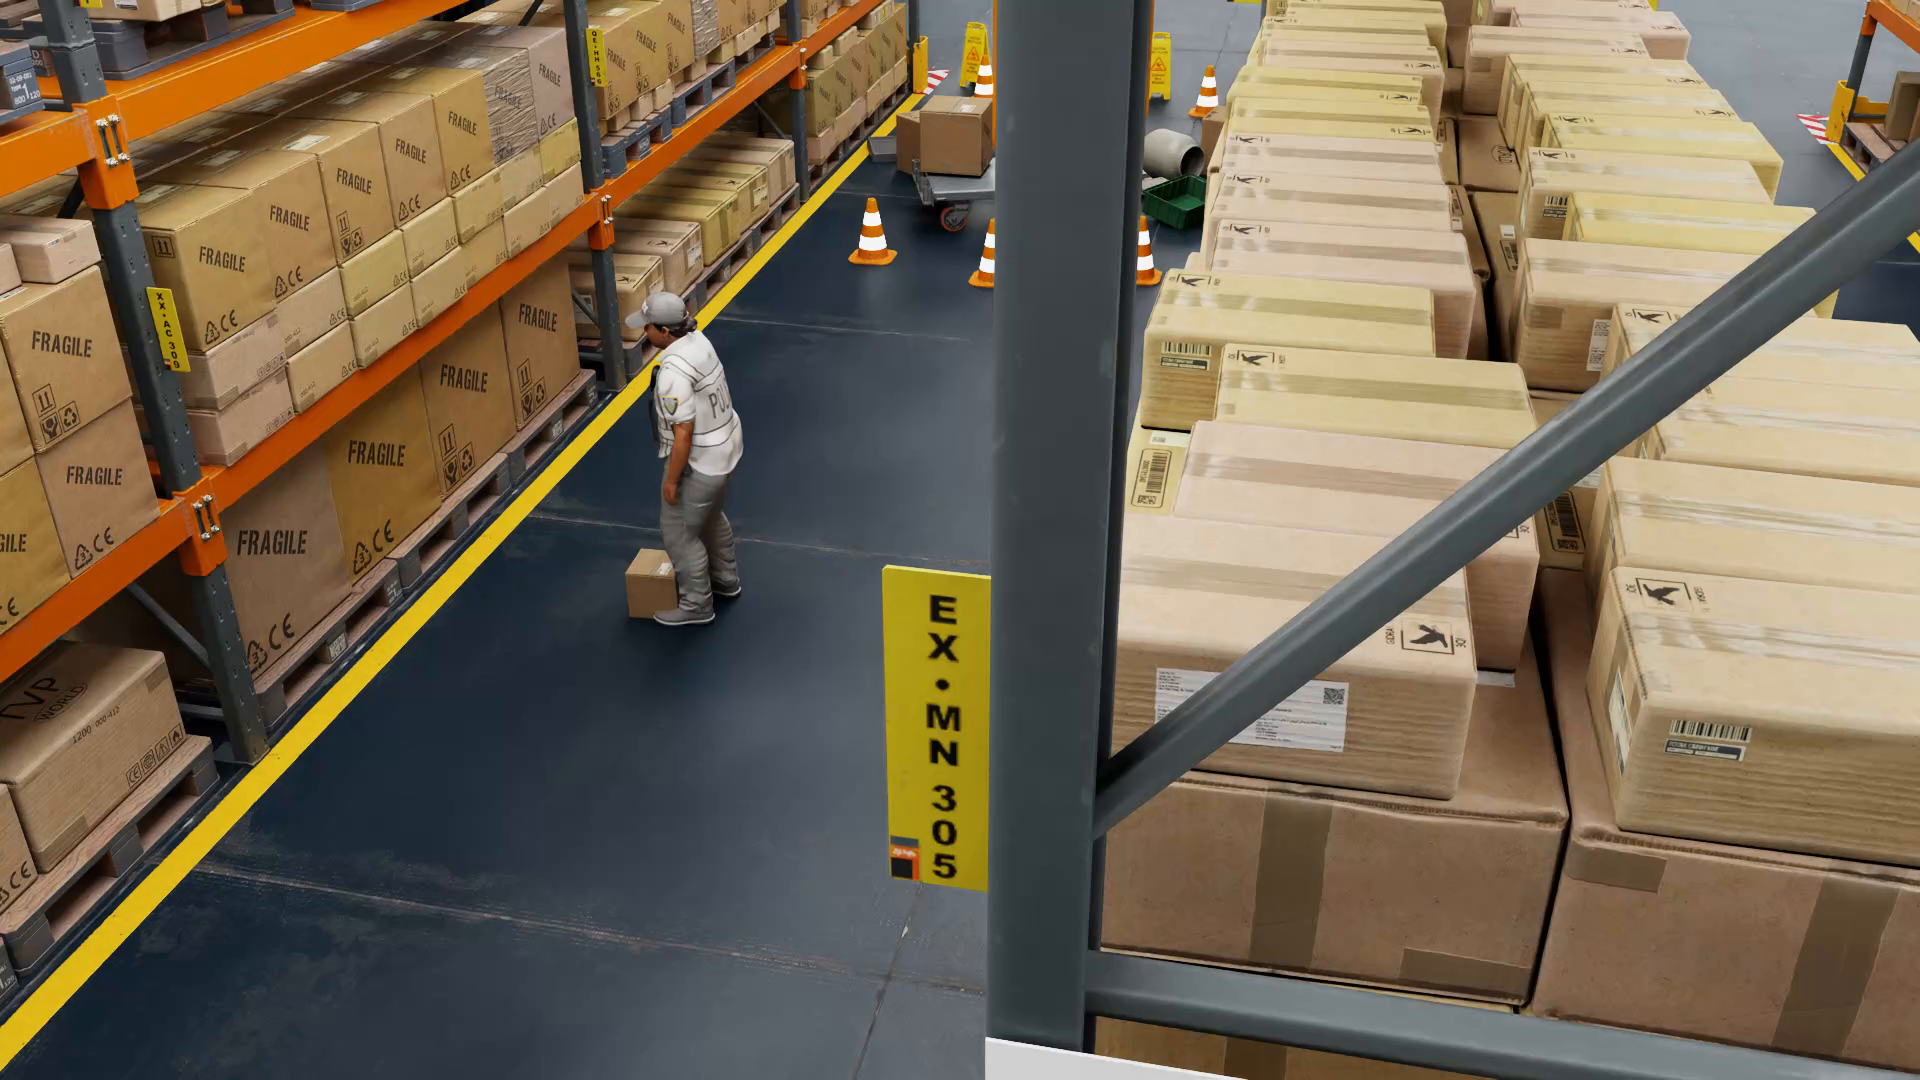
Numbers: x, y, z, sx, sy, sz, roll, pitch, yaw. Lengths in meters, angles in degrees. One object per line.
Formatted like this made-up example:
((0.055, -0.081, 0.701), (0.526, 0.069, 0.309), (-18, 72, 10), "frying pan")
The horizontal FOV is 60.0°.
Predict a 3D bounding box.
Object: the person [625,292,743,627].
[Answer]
((-1.263, -0.382, 7.806), (0.463, 1.667, 0.563), (5, 29, 8), "person")
